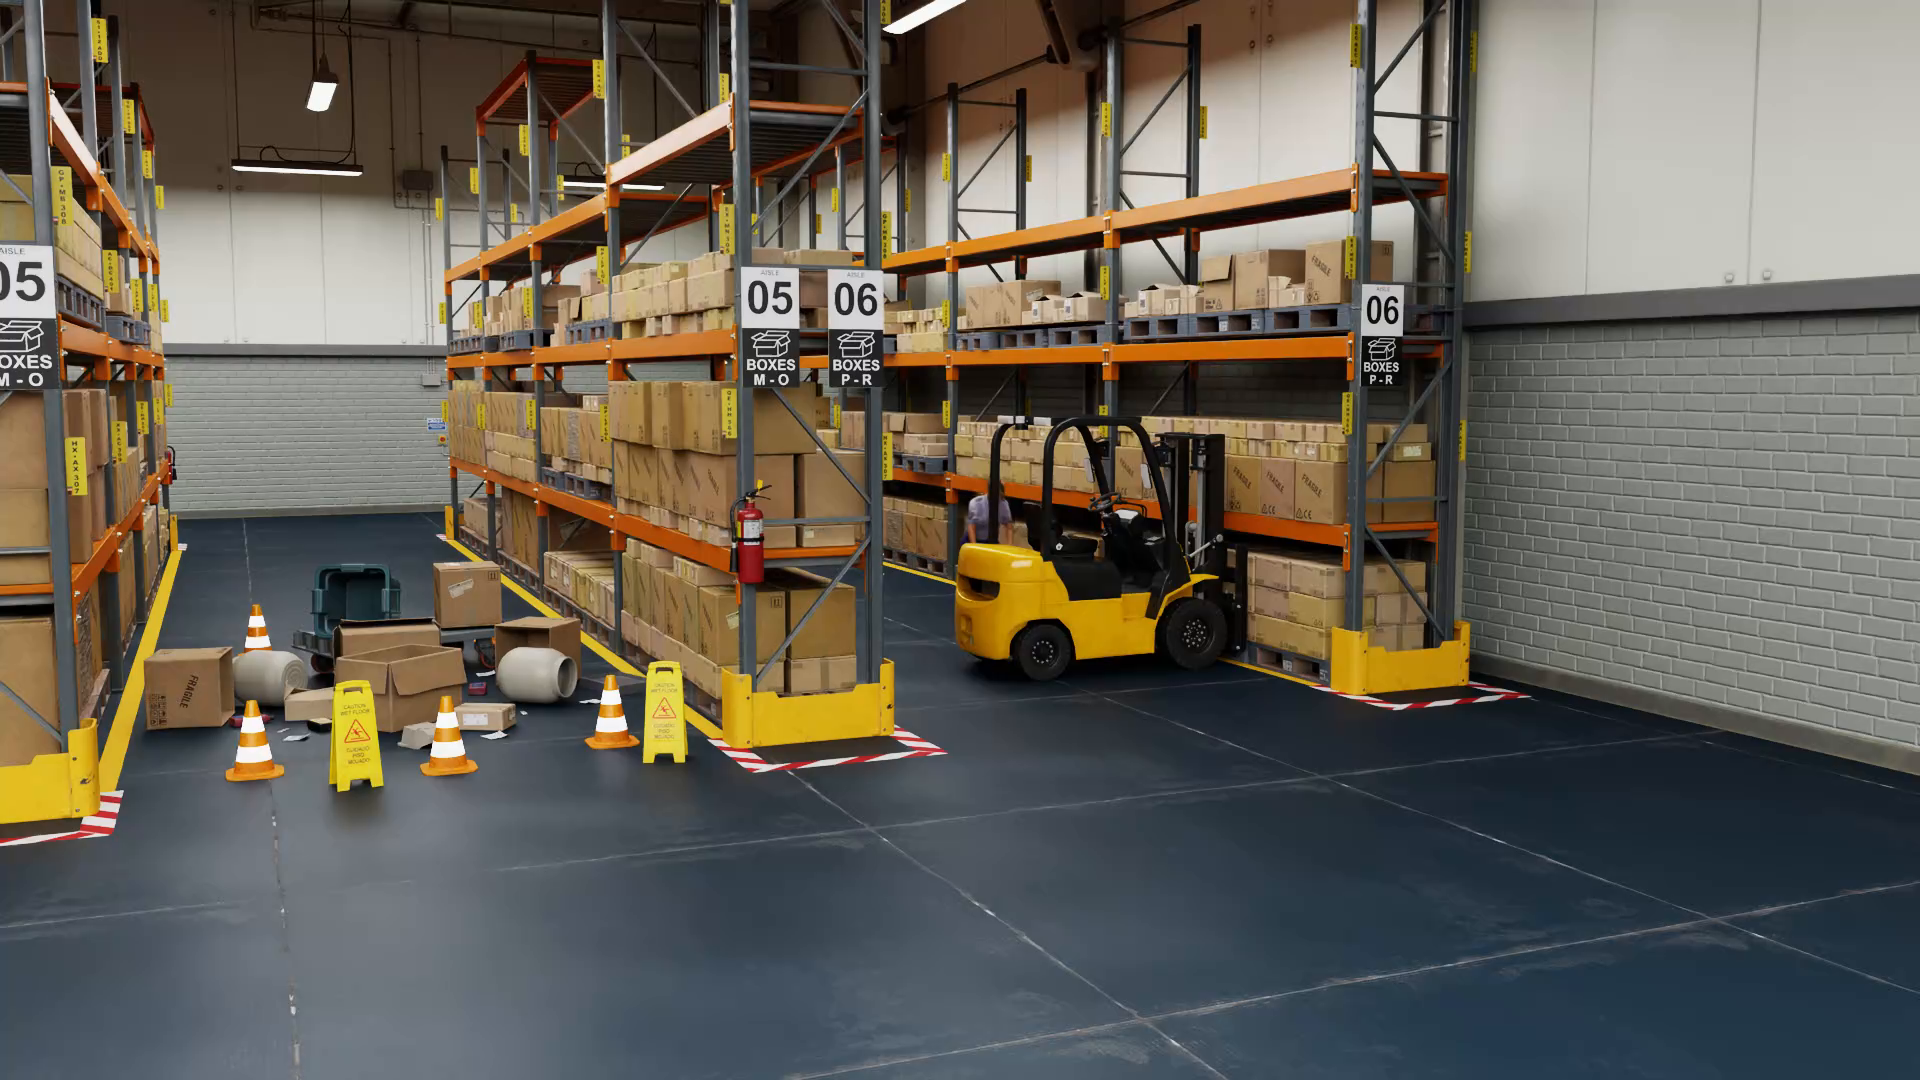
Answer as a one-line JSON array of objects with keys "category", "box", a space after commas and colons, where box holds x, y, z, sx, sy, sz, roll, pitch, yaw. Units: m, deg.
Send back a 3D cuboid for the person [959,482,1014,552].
[{"category": "person", "box": [0.286, 0.098, 17.186, 0.530, 1.446, 0.594, -2, 6, -23]}]
